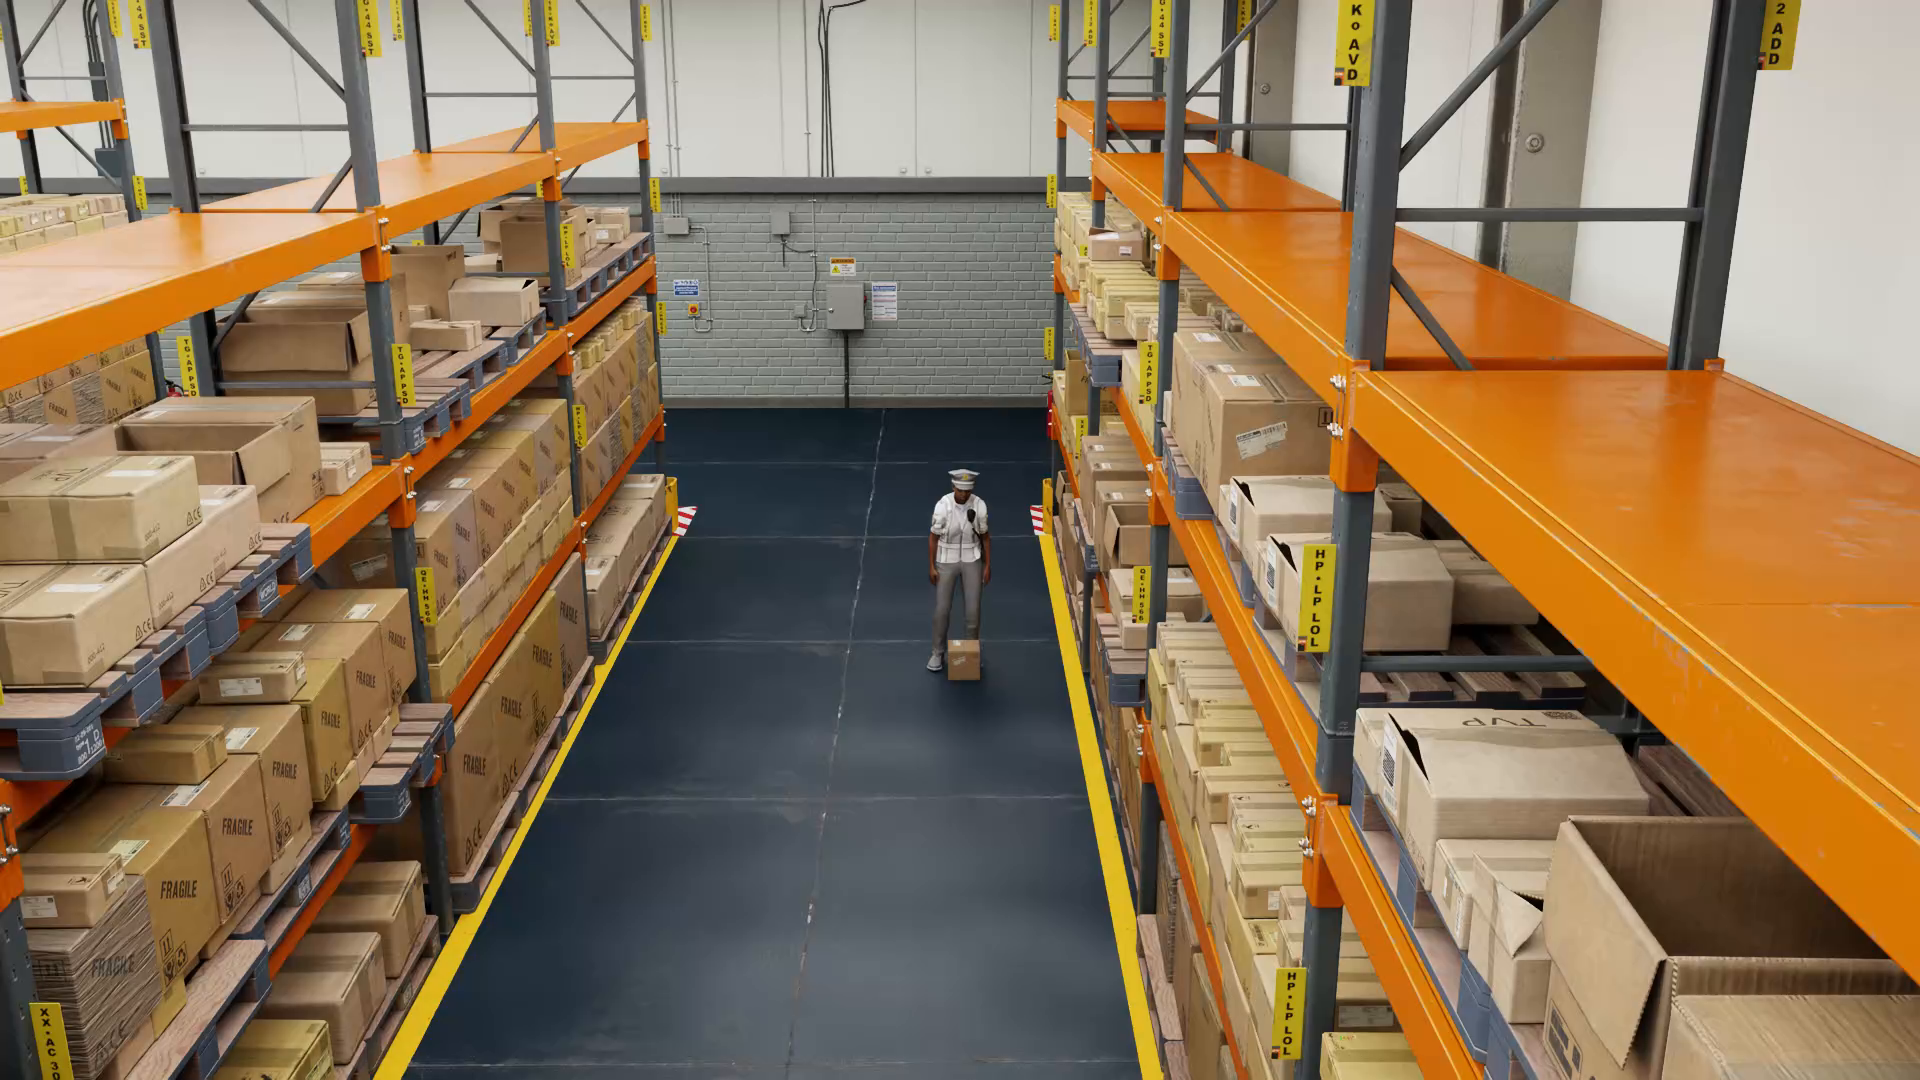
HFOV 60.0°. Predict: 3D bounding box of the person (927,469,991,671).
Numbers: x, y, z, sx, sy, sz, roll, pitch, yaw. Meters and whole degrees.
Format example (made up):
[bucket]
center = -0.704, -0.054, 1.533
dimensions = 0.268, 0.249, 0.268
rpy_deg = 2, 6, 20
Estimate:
[person]
center = -0.013, 0.222, 13.357
dimensions = 0.527, 1.659, 0.395
rpy_deg = -2, 17, -5
